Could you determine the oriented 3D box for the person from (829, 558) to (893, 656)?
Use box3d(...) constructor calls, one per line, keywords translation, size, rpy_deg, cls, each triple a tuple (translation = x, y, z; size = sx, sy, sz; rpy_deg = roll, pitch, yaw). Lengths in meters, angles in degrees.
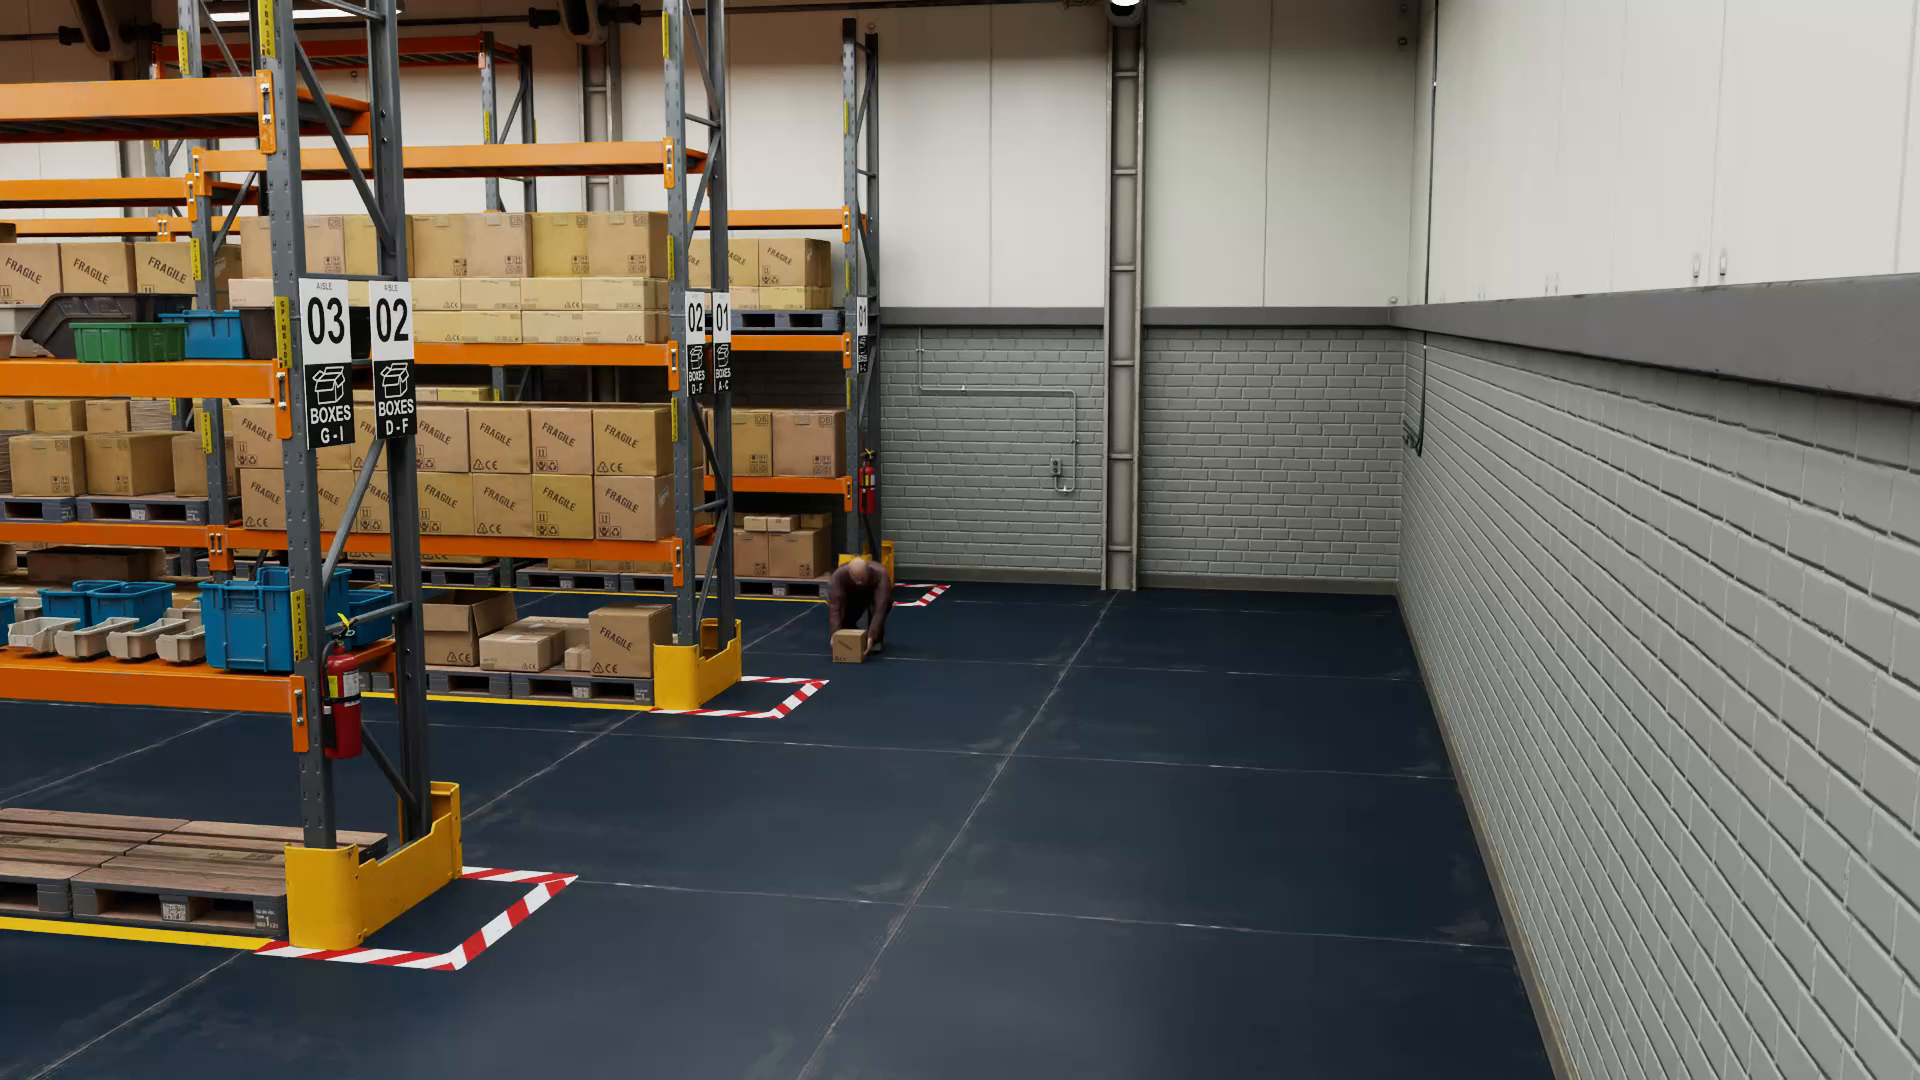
box3d(translation=(-0.889, 0.562, 14.983), size=(0.606, 0.906, 0.906), rpy_deg=(2, 8, 11), cls="person")
